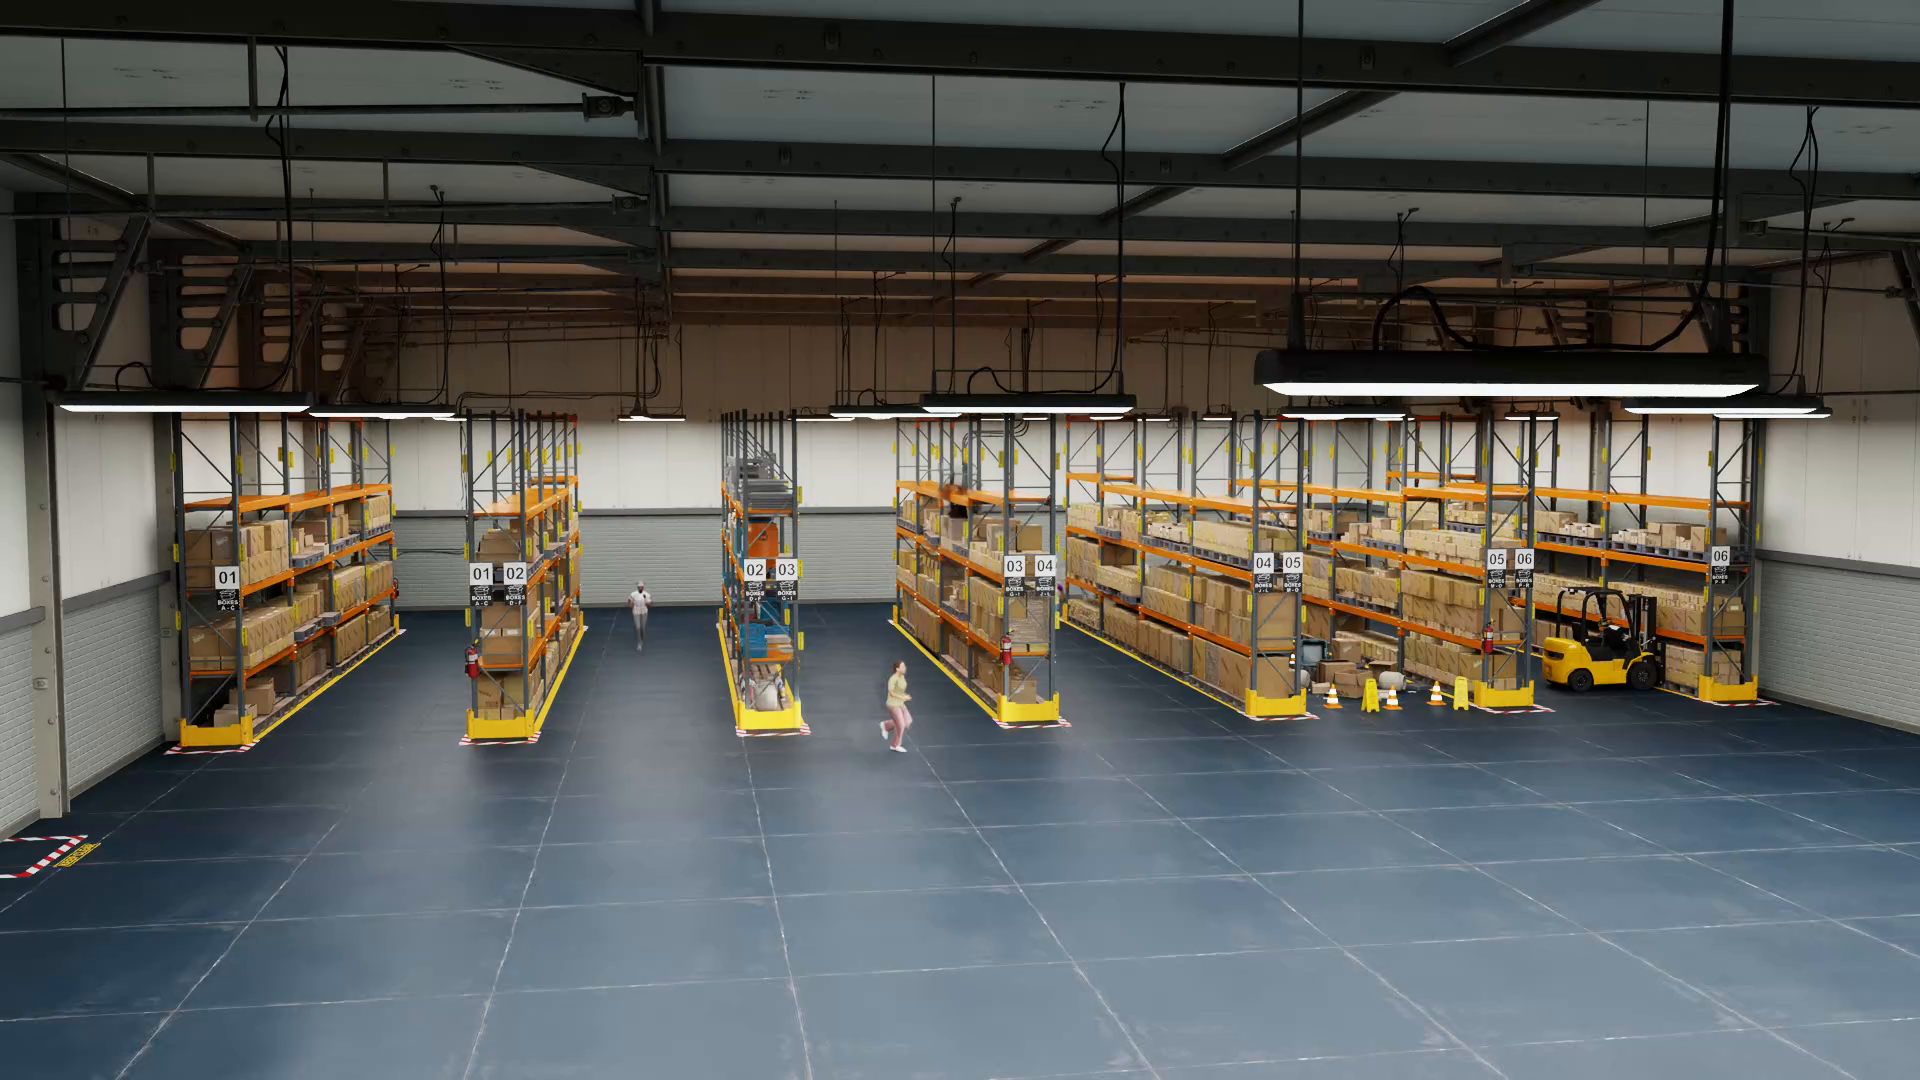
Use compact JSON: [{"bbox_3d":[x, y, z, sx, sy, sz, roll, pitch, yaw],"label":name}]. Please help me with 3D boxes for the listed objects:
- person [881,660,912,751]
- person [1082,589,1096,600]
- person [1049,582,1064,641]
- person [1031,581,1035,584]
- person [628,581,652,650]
[{"bbox_3d":[-1.079,2.904,29.106,0.587,1.612,0.619,2,4,21],"label":"person"},{"bbox_3d":[3.962,1.395,49.732,0.826,1.720,0.715,-1,4,-17],"label":"person"},{"bbox_3d":[2.443,1.756,44.411,0.704,1.793,0.890,0,4,-1],"label":"person"},{"bbox_3d":[2.272,1.472,48.734,0.707,1.712,0.740,1,4,19],"label":"person"},{"bbox_3d":[-8.157,1.913,42.484,0.570,1.735,0.867,-1,4,-19],"label":"person"}]
